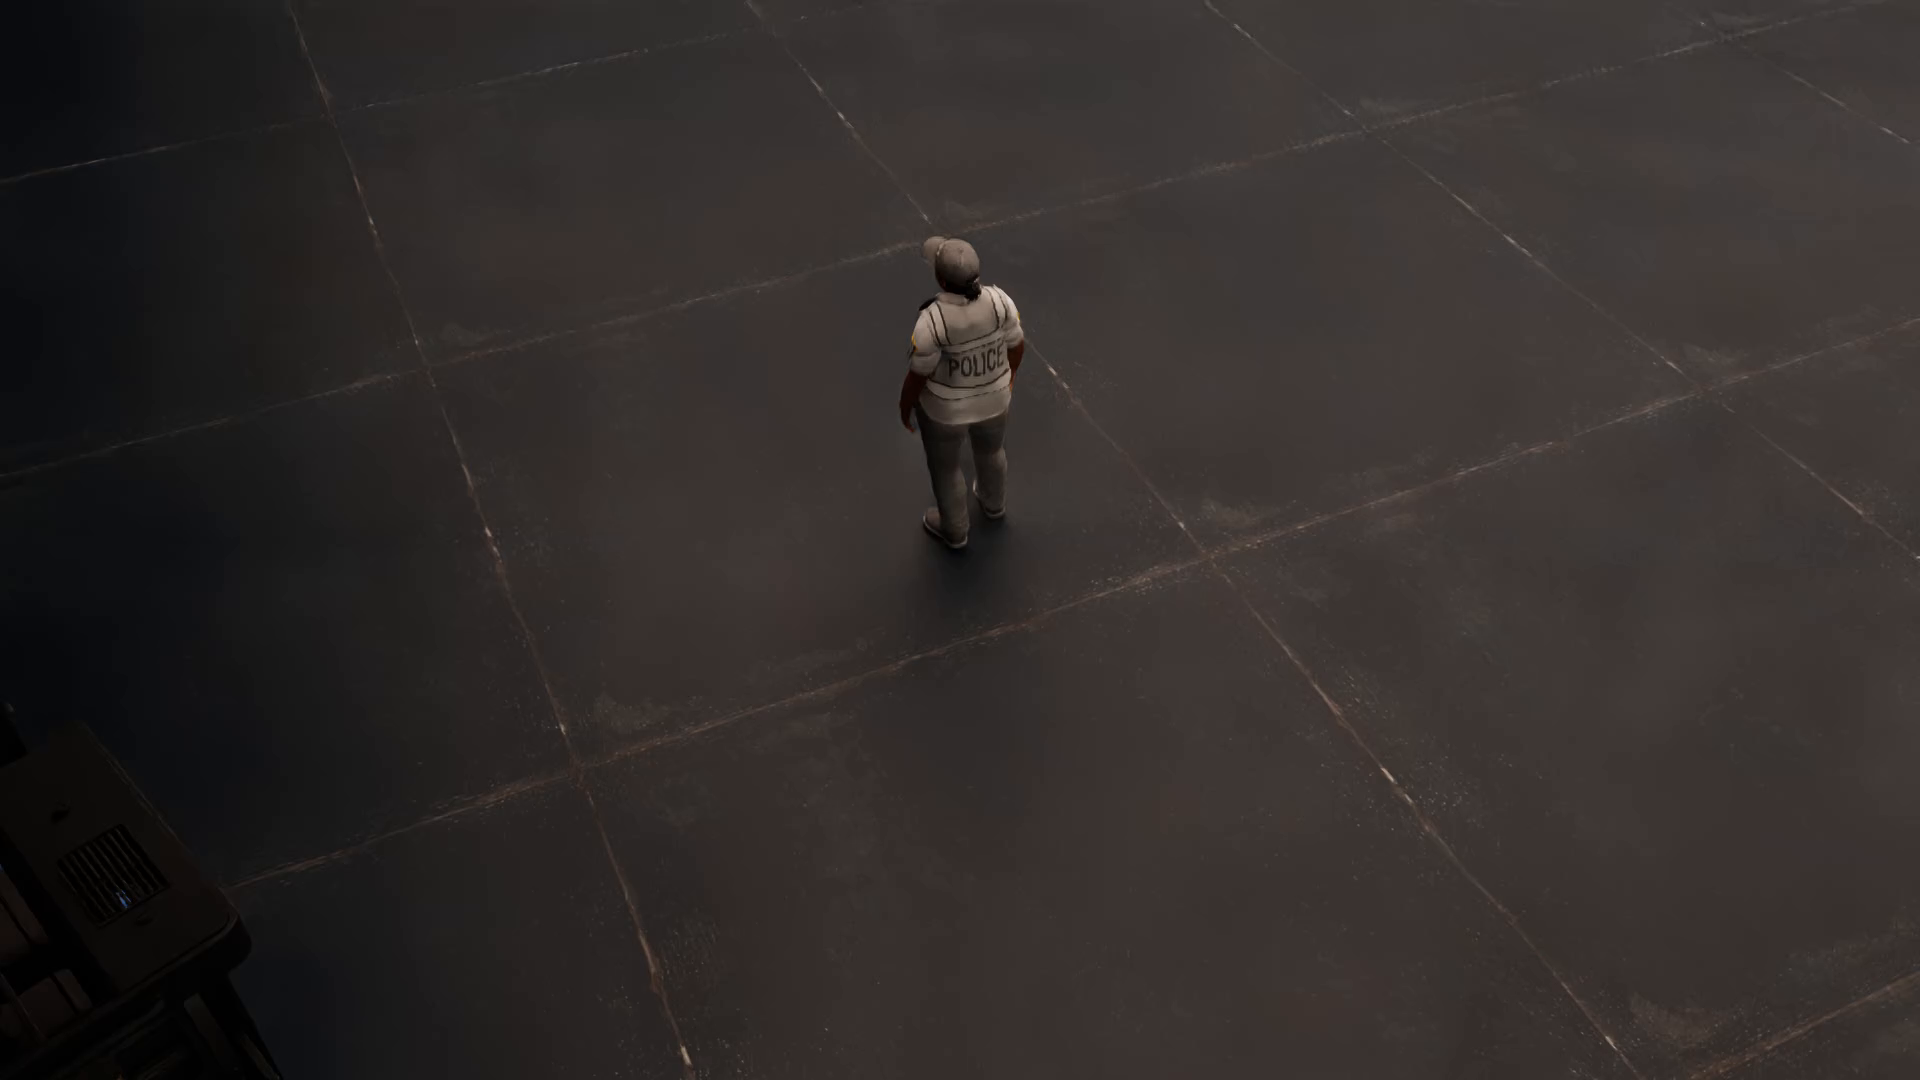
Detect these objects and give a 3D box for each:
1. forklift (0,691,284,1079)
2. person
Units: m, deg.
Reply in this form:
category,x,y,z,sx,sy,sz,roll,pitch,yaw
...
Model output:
category,x,y,z,sx,sy,sz,roll,pitch,yaw
forklift,-2.150,1.557,4.012,1.130,2.935,3.031,-34,53,-31
person,-0.012,-0.668,7.313,0.598,1.669,0.529,-18,46,-18
